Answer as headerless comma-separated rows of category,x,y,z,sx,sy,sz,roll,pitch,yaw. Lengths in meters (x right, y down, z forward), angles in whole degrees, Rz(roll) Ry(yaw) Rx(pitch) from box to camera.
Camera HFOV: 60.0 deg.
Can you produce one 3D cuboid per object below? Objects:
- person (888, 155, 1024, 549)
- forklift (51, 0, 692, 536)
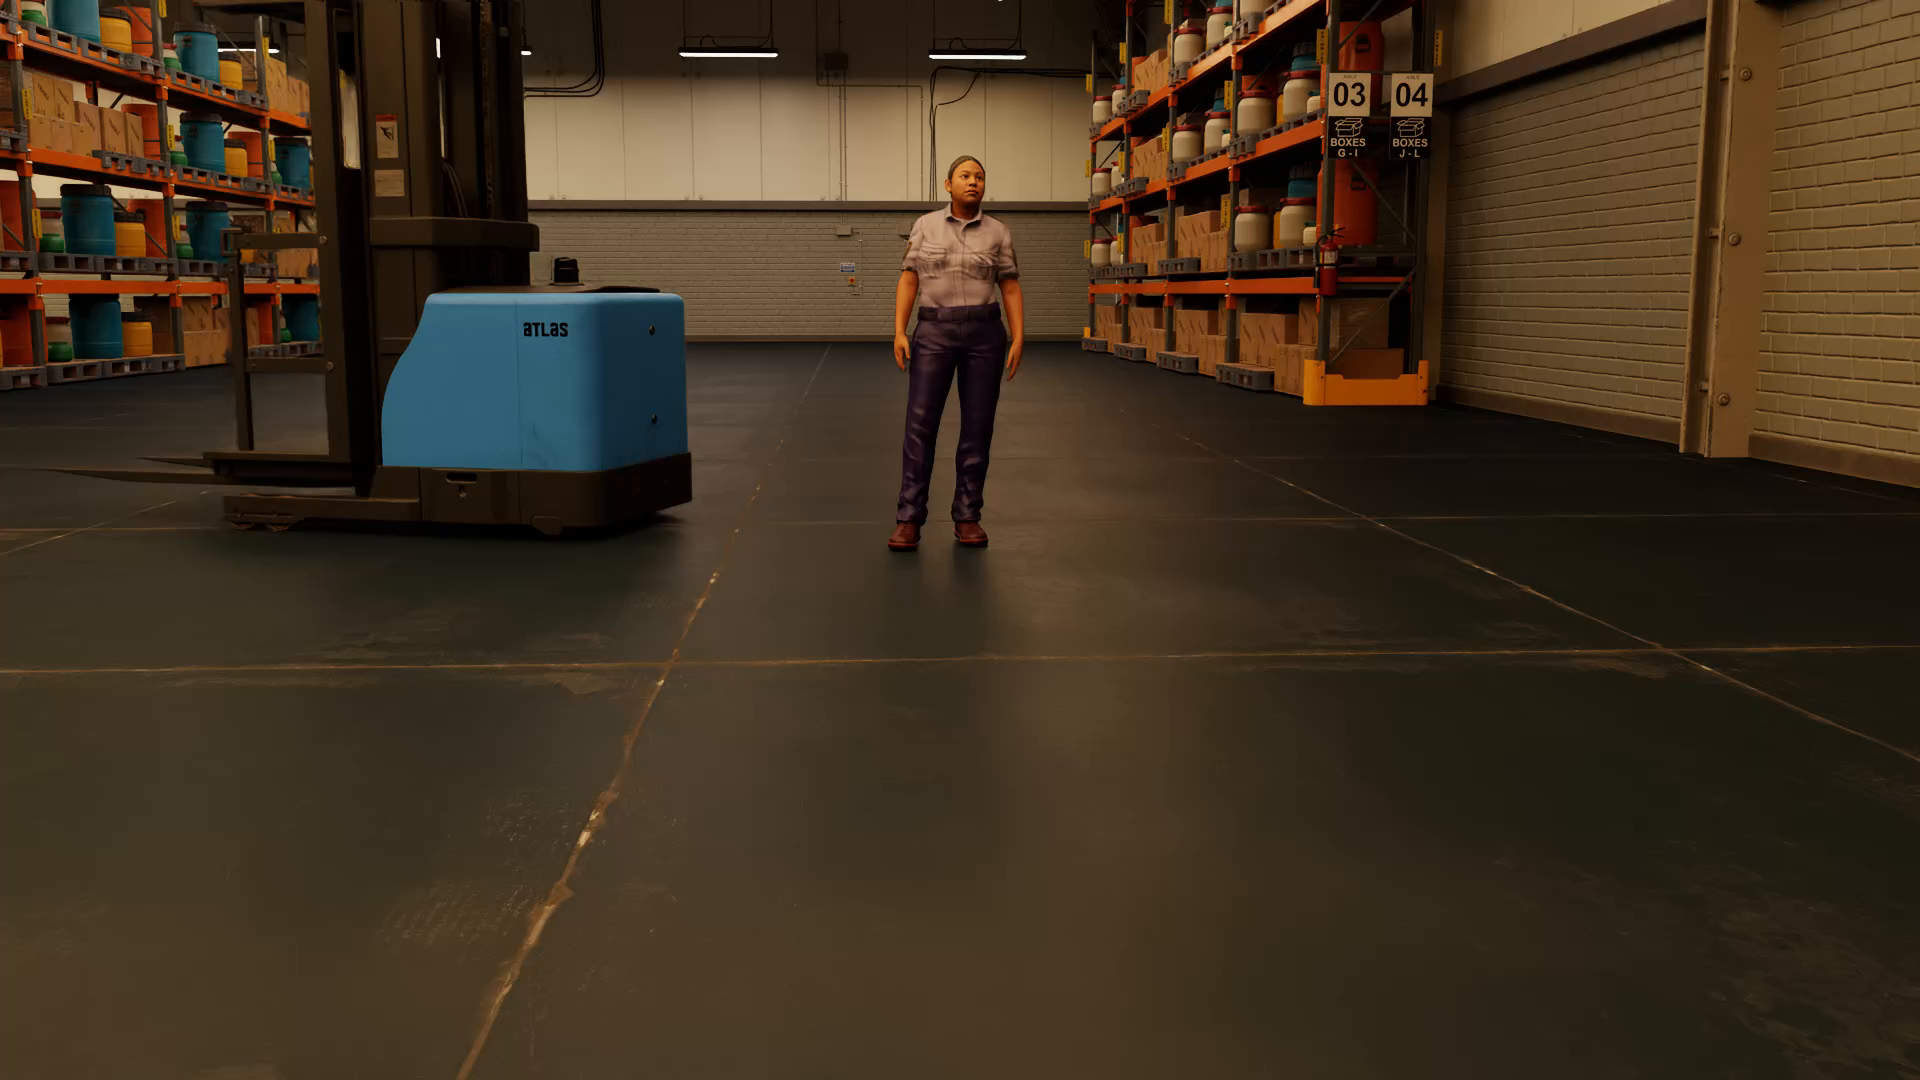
person,-0.017,-0.809,7.098,0.599,1.650,0.503,-1,8,-4
forklift,-2.882,-1.562,7.852,3.031,2.935,1.130,2,9,15
